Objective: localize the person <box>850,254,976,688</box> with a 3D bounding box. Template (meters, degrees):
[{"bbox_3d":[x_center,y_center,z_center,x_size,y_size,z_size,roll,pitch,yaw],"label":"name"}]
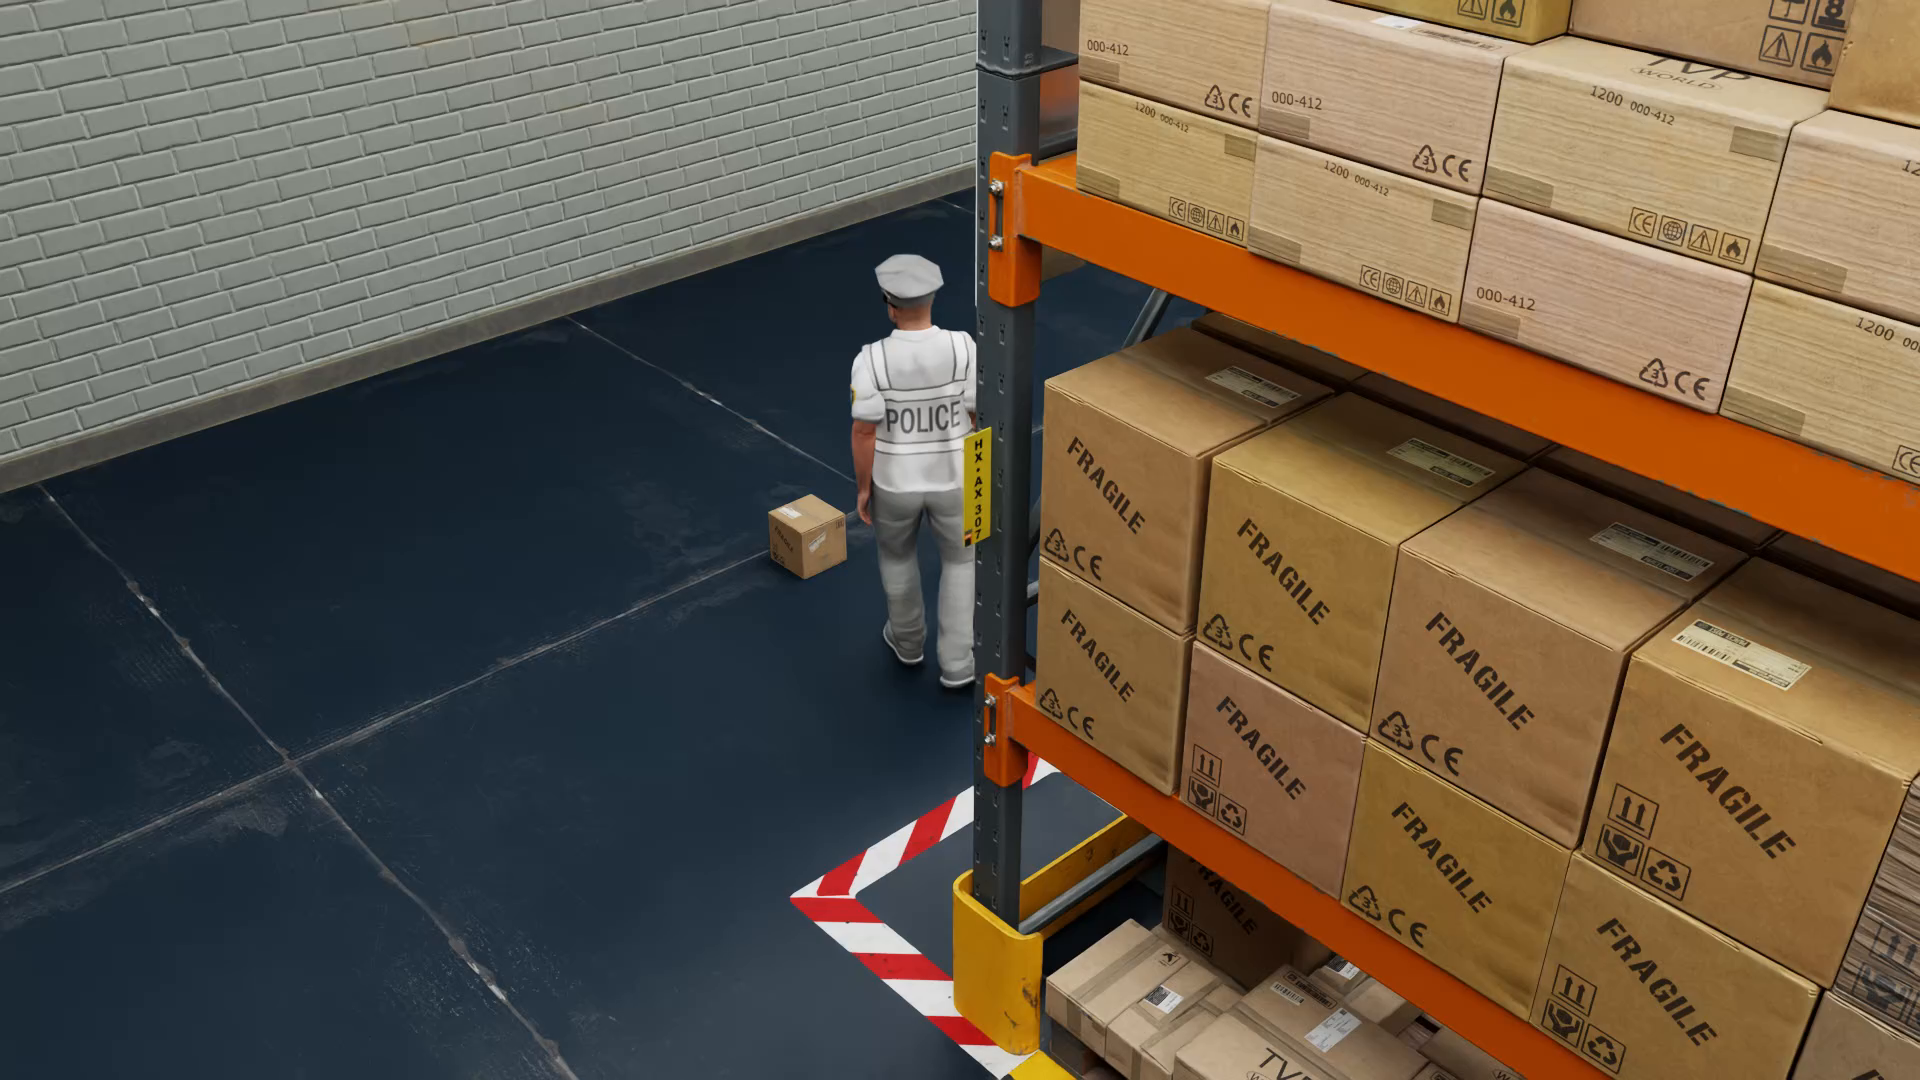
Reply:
[{"bbox_3d":[-0.139,-0.235,6.498,0.565,1.756,0.591,-4,32,-6],"label":"person"}]
